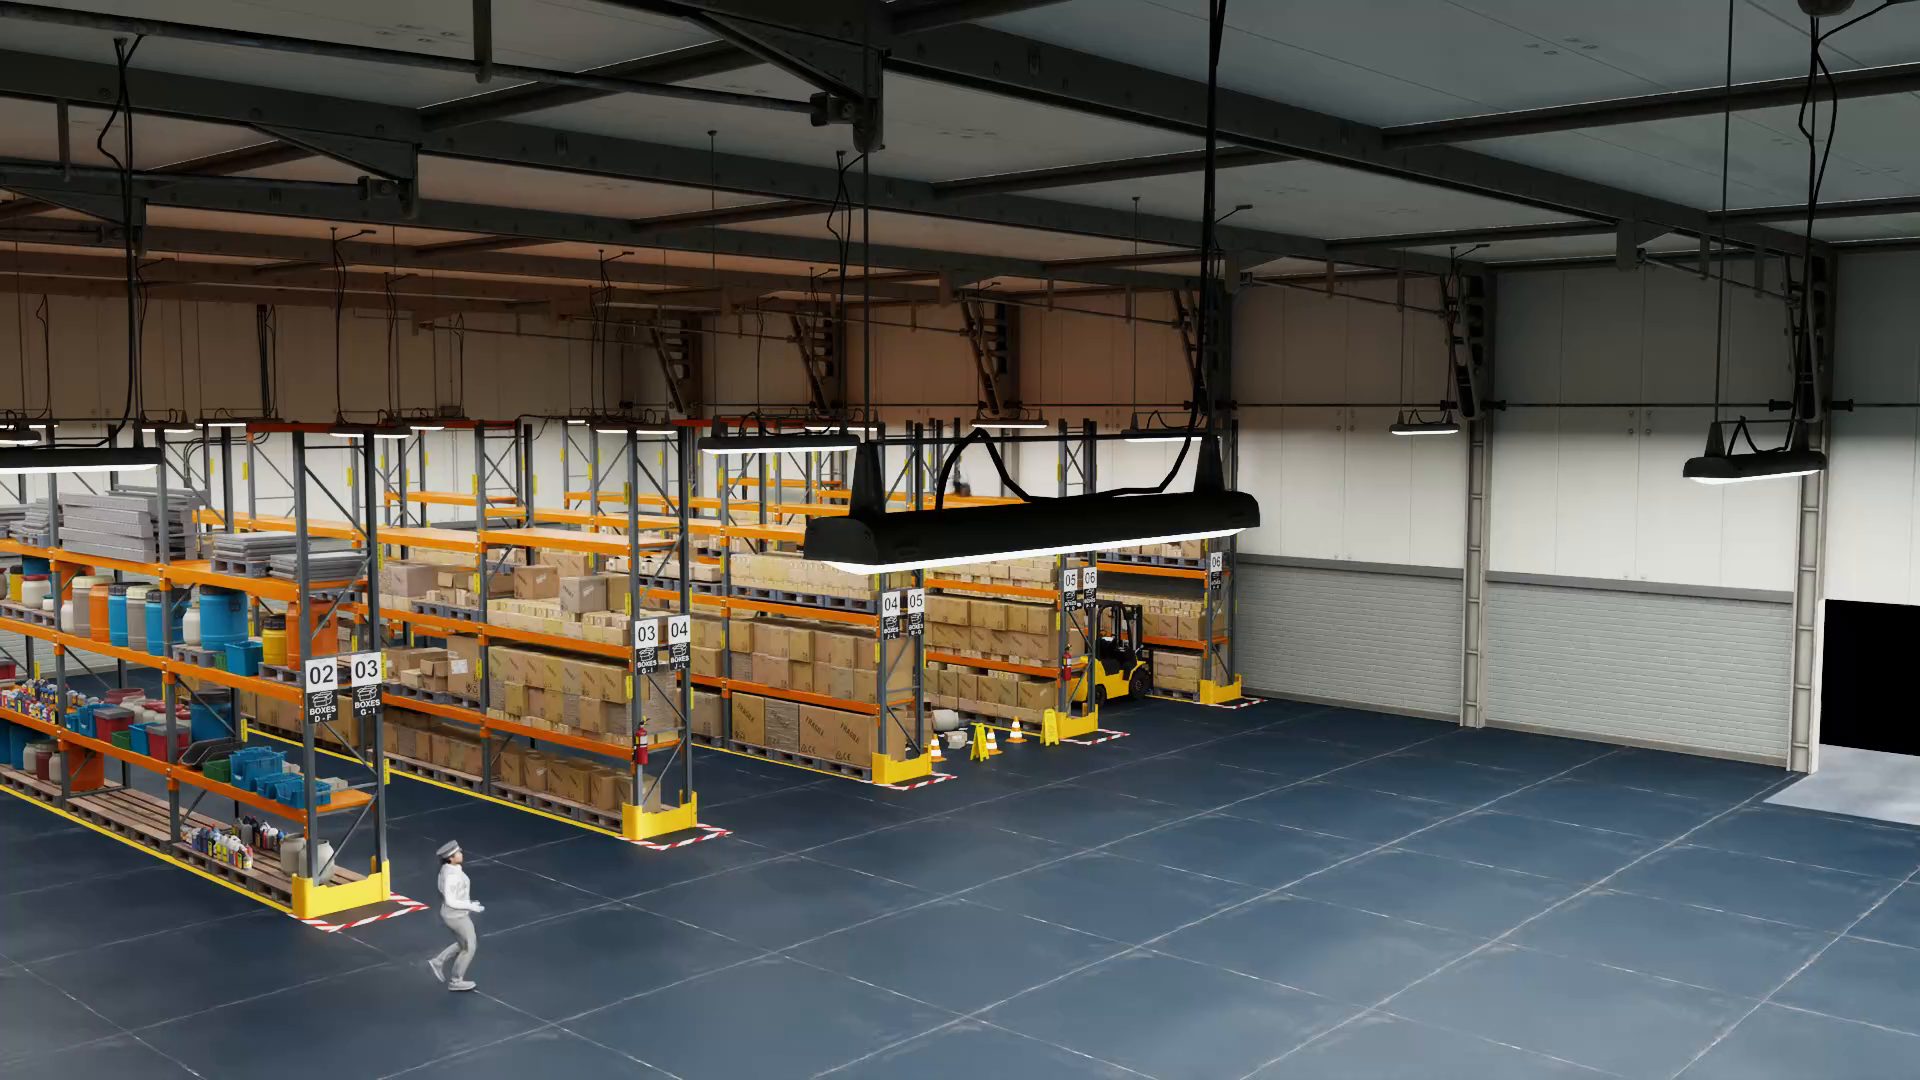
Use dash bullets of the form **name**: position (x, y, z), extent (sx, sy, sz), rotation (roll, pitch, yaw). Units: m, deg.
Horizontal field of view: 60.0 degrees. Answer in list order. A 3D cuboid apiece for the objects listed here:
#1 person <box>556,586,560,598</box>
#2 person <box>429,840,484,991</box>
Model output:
- **person**: position (-10.467, 1.979, 43.321), extent (0.686, 1.691, 0.556), rotation (-3, 6, -36)
- **person**: position (-5.439, 4.039, 17.928), extent (0.572, 1.648, 0.612), rotation (-2, 5, -20)
